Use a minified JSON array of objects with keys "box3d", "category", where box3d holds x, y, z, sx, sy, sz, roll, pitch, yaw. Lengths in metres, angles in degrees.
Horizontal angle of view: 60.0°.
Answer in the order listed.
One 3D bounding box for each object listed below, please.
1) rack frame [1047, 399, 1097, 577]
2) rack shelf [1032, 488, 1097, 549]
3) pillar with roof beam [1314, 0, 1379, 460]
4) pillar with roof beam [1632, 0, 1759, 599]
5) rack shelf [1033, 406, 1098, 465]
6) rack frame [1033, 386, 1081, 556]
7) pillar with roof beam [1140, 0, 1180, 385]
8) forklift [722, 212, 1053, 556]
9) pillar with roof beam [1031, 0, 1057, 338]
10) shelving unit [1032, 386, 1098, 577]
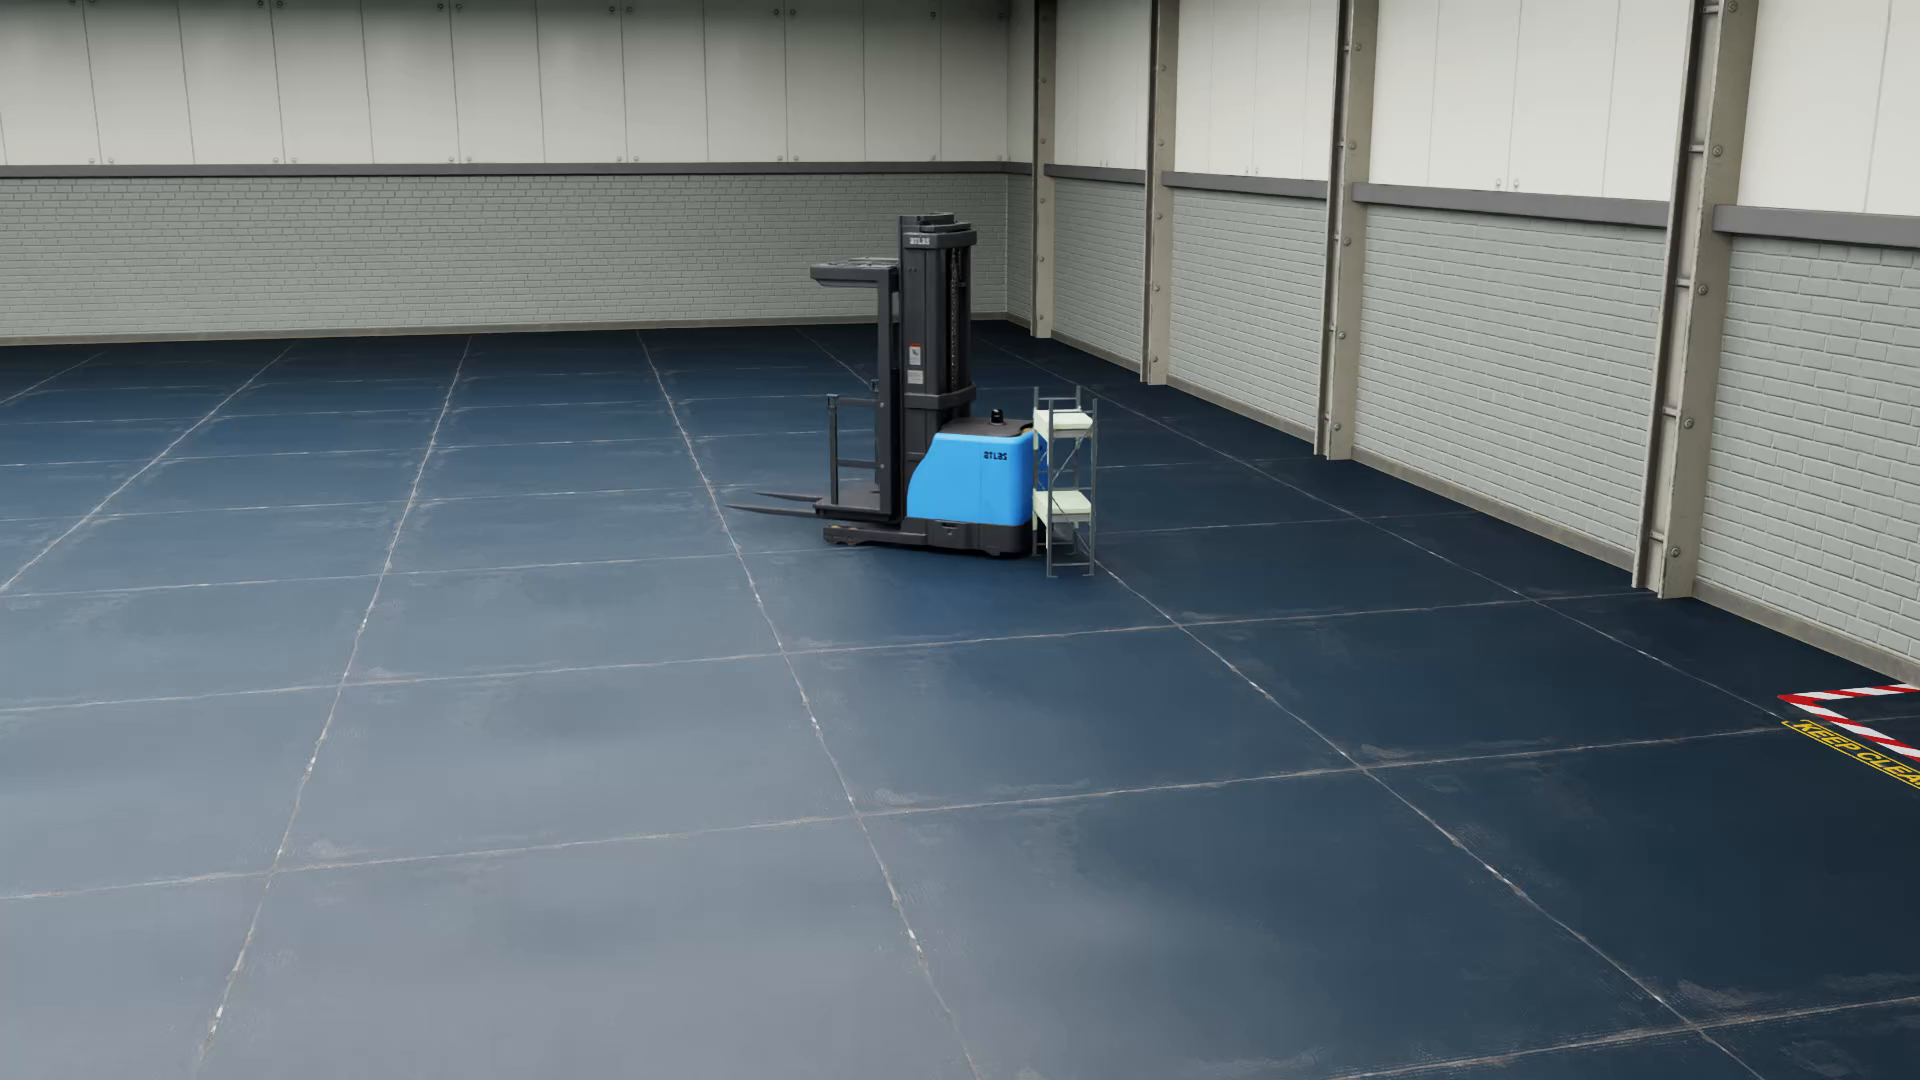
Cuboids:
[{"box3d":[0.930,-0.423,13.823,0.400,1.500,0.023,-2,14,-7],"category":"rack frame"},{"box3d":[0.886,-0.193,14.253,0.431,0.370,0.720,-2,14,-7],"category":"rack shelf"},{"box3d":[0.131,-5.099,17.161,9.100,9.000,0.400,-3,14,-13],"category":"pillar with roof beam"},{"box3d":[1.540,-3.715,11.495,9.100,9.000,0.400,-3,14,-13],"category":"pillar with roof beam"},{"box3d":[0.886,-0.889,14.083,0.431,0.370,0.720,-2,14,-7],"category":"rack shelf"},{"box3d":[0.841,-0.596,14.529,0.400,1.500,0.023,-2,14,-7],"category":"rack frame"},{"box3d":[-1.279,-6.483,22.826,9.100,9.000,0.400,-3,14,-13],"category":"pillar with roof beam"},{"box3d":[-0.709,-1.481,15.138,3.031,2.935,1.130,5,15,20],"category":"forklift"},{"box3d":[-2.688,-7.868,28.492,9.100,9.000,0.400,-3,14,-13],"category":"pillar with roof beam"},{"box3d":[0.886,-0.510,14.176,0.431,1.500,0.755,-2,14,-7],"category":"shelving unit"}]
